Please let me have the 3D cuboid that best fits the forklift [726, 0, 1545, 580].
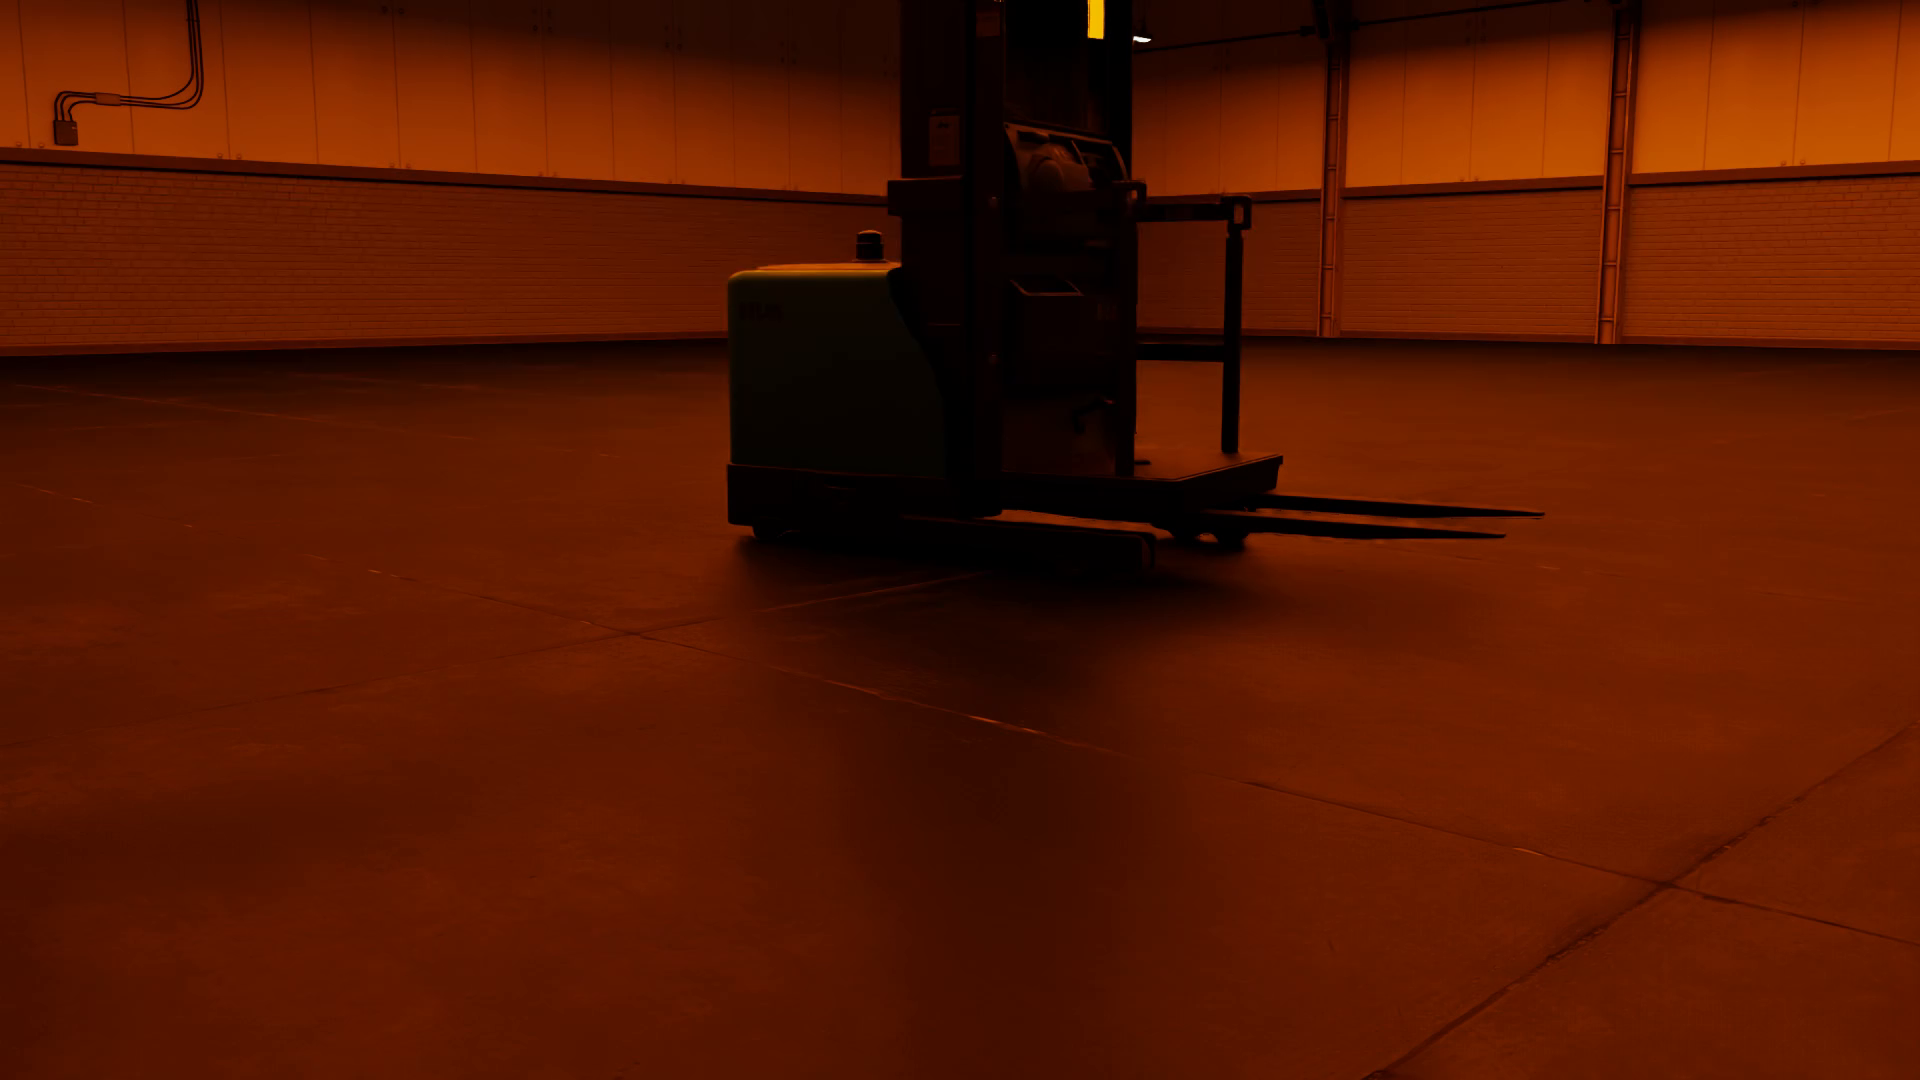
[{"bbox_3d":[0.593,-1.399,6.163,3.031,2.935,1.130,5,10,30],"label":"forklift"}]
